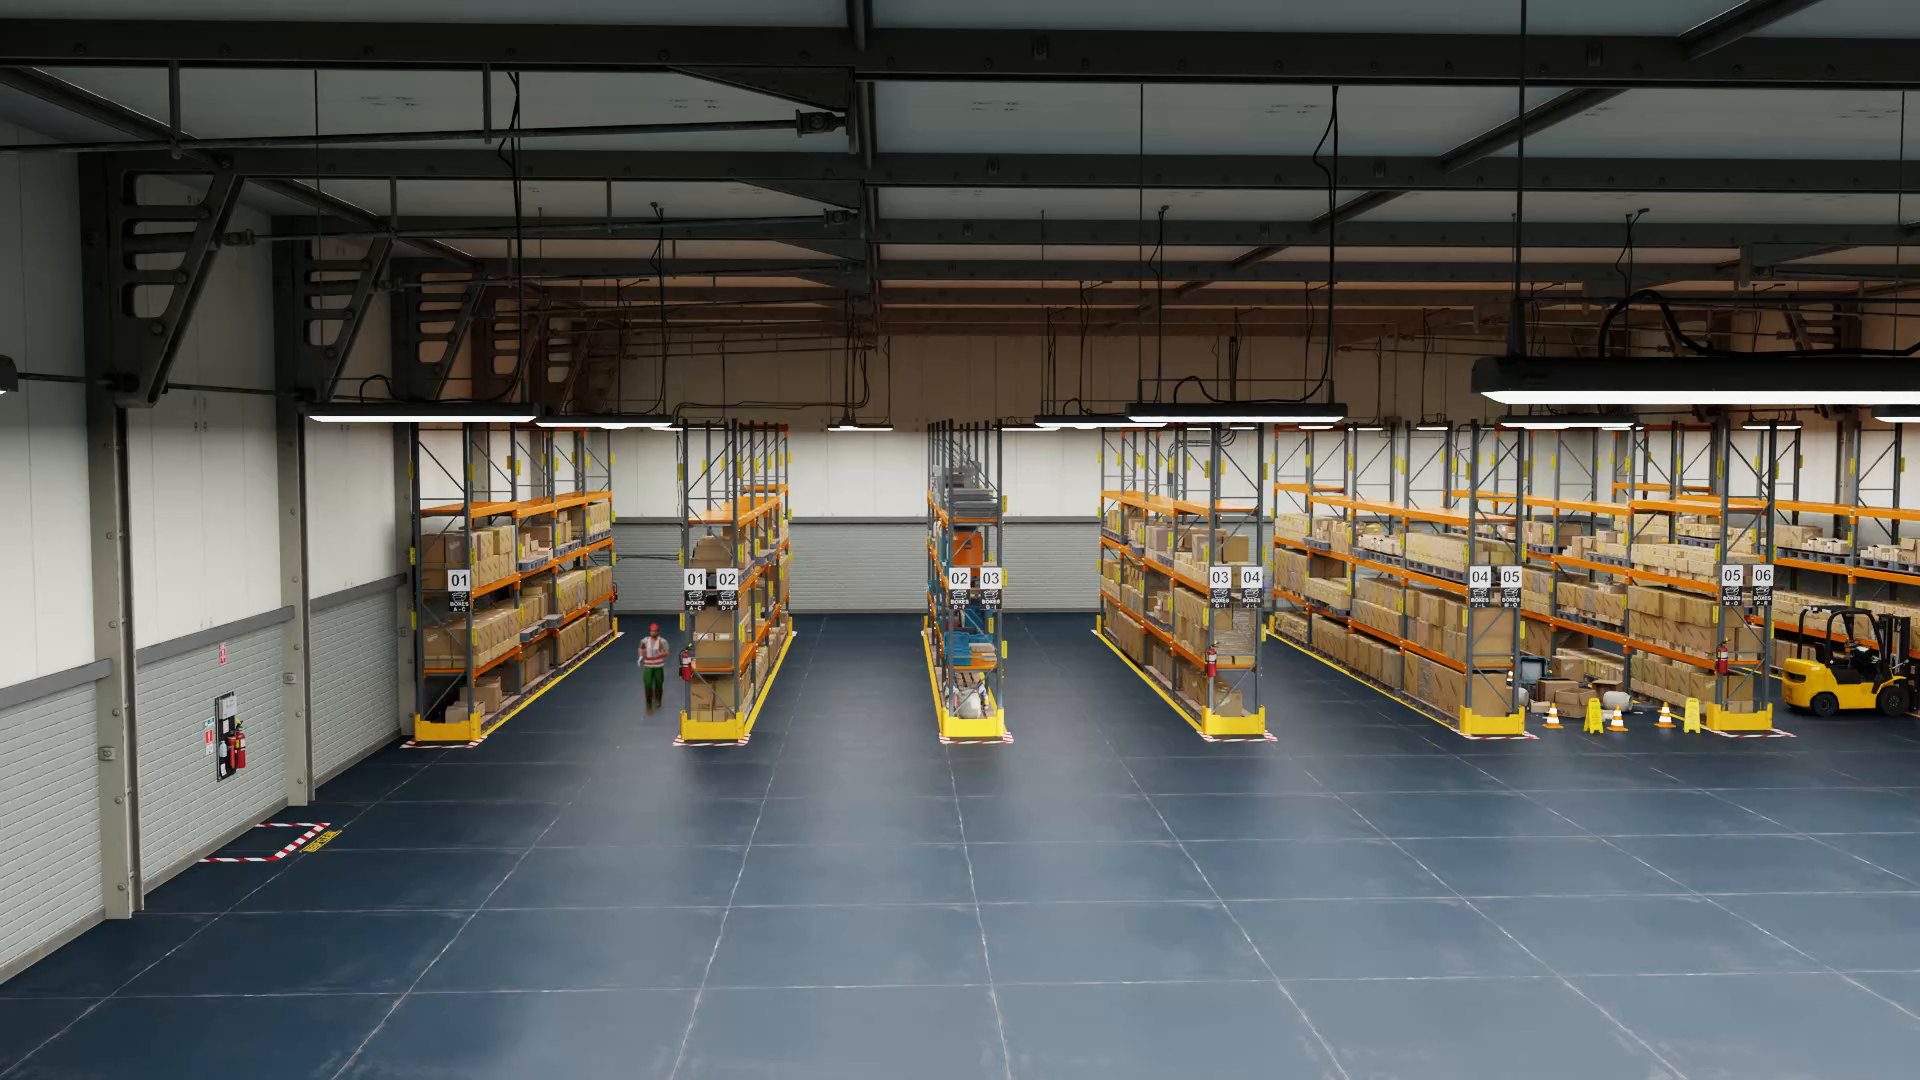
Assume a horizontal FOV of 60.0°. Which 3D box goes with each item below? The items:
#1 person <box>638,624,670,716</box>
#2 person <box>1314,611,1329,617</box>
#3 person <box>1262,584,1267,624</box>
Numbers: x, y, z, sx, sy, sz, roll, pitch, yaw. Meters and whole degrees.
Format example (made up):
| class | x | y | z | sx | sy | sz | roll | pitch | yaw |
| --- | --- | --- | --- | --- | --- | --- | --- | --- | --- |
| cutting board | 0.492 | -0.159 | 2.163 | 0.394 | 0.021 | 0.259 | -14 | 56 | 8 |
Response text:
| class | x | y | z | sx | sy | sz | roll | pitch | yaw |
| --- | --- | --- | --- | --- | --- | --- | --- | --- | --- |
| person | -6.279 | 2.631 | 34.101 | 0.649 | 1.837 | 0.835 | 0 | 4 | -8 |
| person | 10.524 | 1.774 | 48.428 | 0.617 | 1.702 | 0.696 | 3 | 5 | 43 |
| person | 8.712 | 1.811 | 48.543 | 0.784 | 1.656 | 0.598 | -2 | 4 | -28 |
